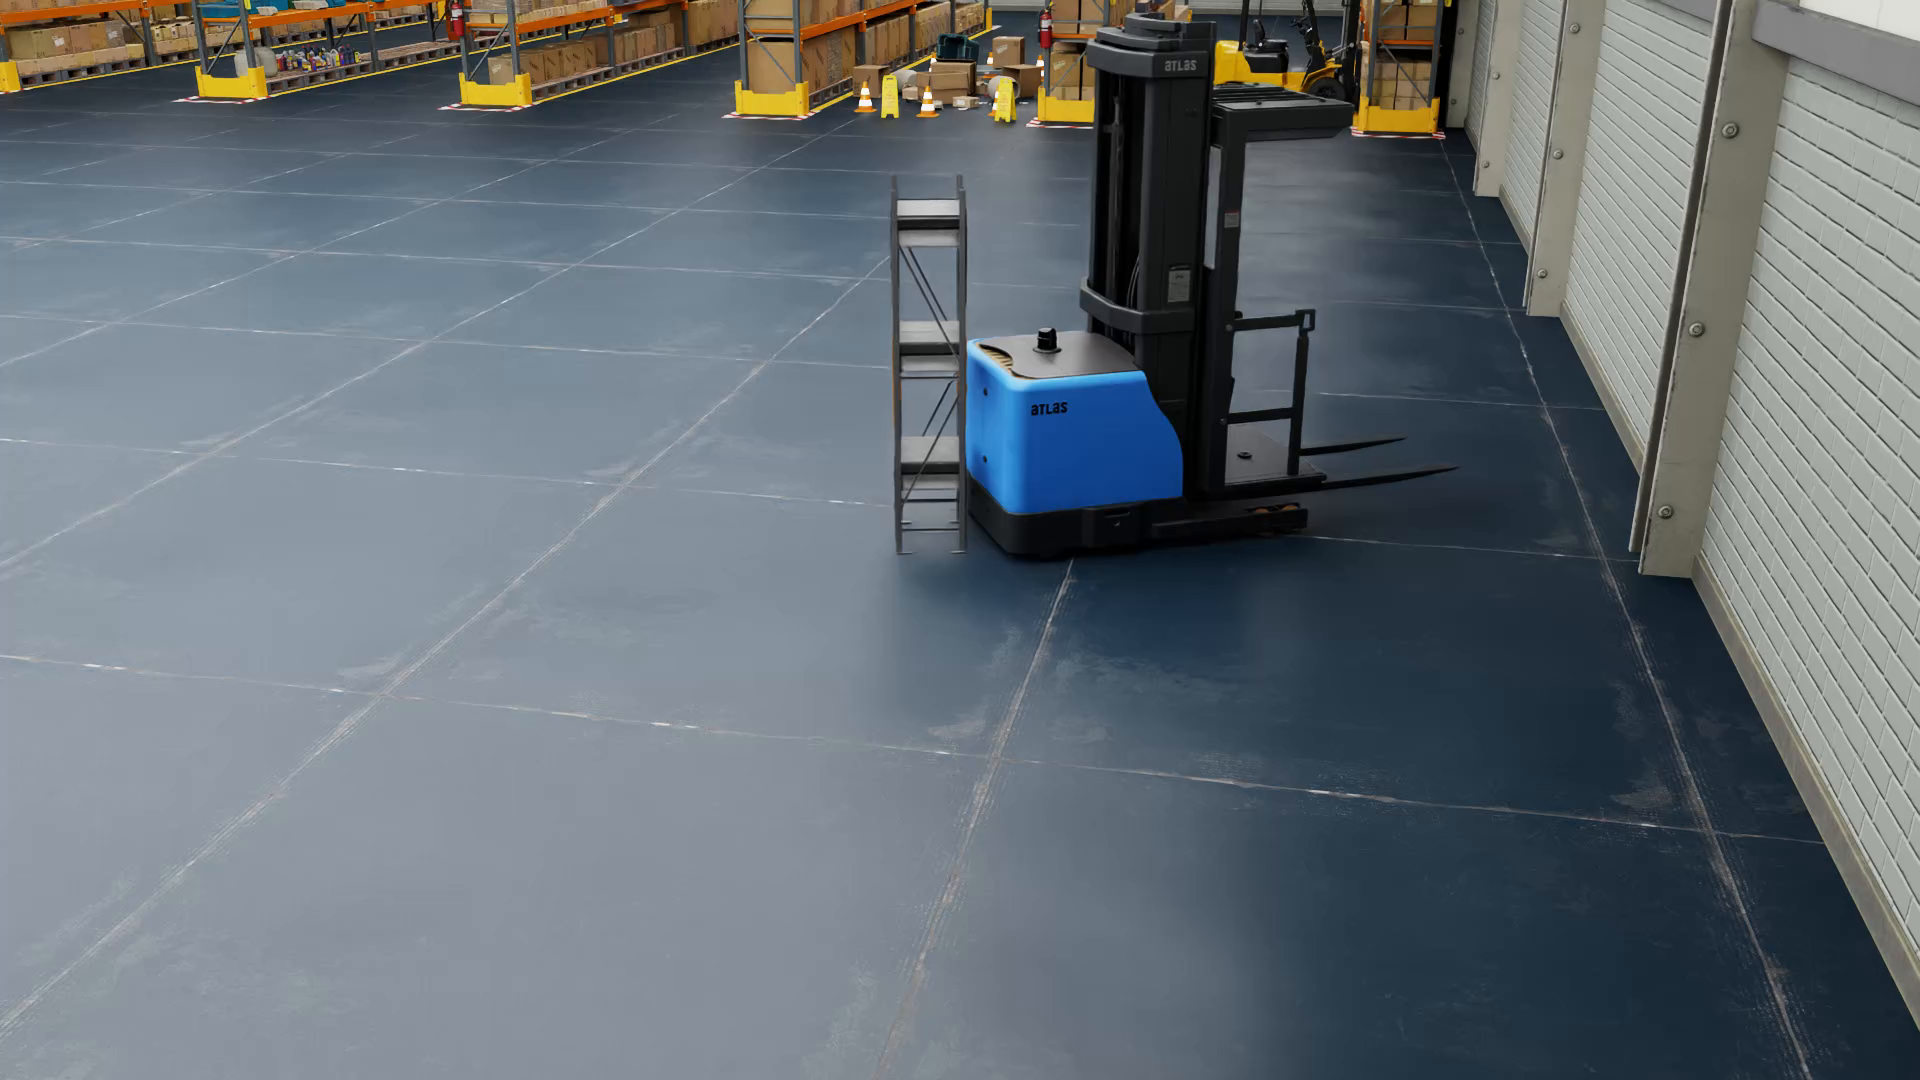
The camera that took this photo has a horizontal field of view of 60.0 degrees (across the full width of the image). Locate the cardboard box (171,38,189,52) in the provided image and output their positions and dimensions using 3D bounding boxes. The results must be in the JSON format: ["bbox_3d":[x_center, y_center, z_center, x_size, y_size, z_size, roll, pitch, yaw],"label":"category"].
[{"bbox_3d":[-16.339,-10.244,34.392,0.500,0.250,0.500,5,22,12],"label":"cardboard box"}]

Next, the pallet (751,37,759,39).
[{"bbox_3d":[-5.208,-12.157,39.756,1.003,0.211,1.213,4,22,11],"label":"pallet"}]

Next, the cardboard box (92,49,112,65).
[{"bbox_3d":[-16.849,-9.376,32.237,0.500,0.250,0.500,4,22,11],"label":"cardboard box"}]

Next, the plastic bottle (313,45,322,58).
[{"bbox_3d":[-12.351,-9.331,31.964,0.144,0.351,0.185,4,22,11],"label":"plastic bottle"}]

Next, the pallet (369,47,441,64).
[{"bbox_3d":[-11.552,-10.074,34.585,1.003,0.211,1.213,4,22,11],"label":"pallet"}]

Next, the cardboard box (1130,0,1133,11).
[{"bbox_3d":[2.684,-9.311,28.426,0.500,0.500,0.500,5,23,13],"label":"cardboard box"}]

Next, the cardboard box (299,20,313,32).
[{"bbox_3d":[-15.372,-12.036,38.481,0.500,0.500,0.500,4,22,10],"label":"cardboard box"}]

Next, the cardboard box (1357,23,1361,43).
[{"bbox_3d":[8.598,-10.544,34.802,0.500,0.500,0.500,4,22,9],"label":"cardboard box"}]

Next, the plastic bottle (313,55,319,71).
[{"bbox_3d":[-11.992,-8.870,30.926,0.097,0.271,0.097,0,22,0],"label":"plastic bottle"}]

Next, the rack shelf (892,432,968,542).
[{"bbox_3d":[-0.179,-0.323,9.754,0.431,0.518,0.480,-1,22,-2],"label":"rack shelf"}]

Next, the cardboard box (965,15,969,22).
[{"bbox_3d":[0.011,-12.358,39.378,0.380,0.149,0.250,4,22,11],"label":"cardboard box"}]

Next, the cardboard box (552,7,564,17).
[{"bbox_3d":[-7.196,-9.300,29.267,0.380,0.149,0.250,4,22,11],"label":"cardboard box"}]

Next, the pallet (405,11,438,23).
[{"bbox_3d":[-14.498,-13.785,43.798,1.003,0.211,1.213,4,22,11],"label":"pallet"}]

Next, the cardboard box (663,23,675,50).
[{"bbox_3d":[-6.373,-10.513,34.700,0.700,0.500,0.500,3,22,8],"label":"cardboard box"}]

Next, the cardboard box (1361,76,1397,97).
[{"bbox_3d":[6.466,-7.010,25.694,0.500,0.250,0.500,4,22,10],"label":"cardboard box"}]

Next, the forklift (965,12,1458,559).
[{"bbox_3d":[1.568,-1.558,9.798,3.031,2.935,1.130,-7,23,-16],"label":"forklift"}]

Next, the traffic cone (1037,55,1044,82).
[{"bbox_3d":[1.512,-8.880,31.284,0.336,0.463,0.334,4,22,11],"label":"traffic cone"}]

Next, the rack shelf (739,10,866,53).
[{"bbox_3d":[-2.645,-8.772,28.583,1.077,0.370,4.000,4,22,11],"label":"rack shelf"}]

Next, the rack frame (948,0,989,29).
[{"bbox_3d":[0.211,-14.226,41.161,1.000,3.000,0.127,4,22,11],"label":"rack frame"}]

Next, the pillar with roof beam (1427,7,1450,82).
[{"bbox_3d":[4.707,-13.148,30.455,9.100,9.000,0.400,4,22,11],"label":"pillar with roof beam"}]

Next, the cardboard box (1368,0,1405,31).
[{"bbox_3d":[6.736,-8.280,26.264,0.500,0.500,0.500,4,22,10],"label":"cardboard box"}]

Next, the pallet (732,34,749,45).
[{"bbox_3d":[-5.523,-11.597,38.366,1.003,0.211,1.213,4,22,11],"label":"pallet"}]

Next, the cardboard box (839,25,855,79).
[{"bbox_3d":[-2.434,-8.822,30.025,0.875,0.875,0.875,5,22,12],"label":"cardboard box"}]

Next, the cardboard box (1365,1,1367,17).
[{"bbox_3d":[7.336,-9.255,29.018,0.500,0.250,0.500,5,22,12],"label":"cardboard box"}]

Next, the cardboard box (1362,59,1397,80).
[{"bbox_3d":[6.462,-7.232,25.576,0.500,0.250,0.500,5,23,13],"label":"cardboard box"}]

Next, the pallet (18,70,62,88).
[{"bbox_3d":[-17.470,-8.536,30.764,1.003,0.211,1.213,4,22,11],"label":"pallet"}]

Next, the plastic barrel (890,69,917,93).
[{"bbox_3d":[-0.967,-8.111,29.425,0.421,0.421,0.512,-16,27,-35],"label":"plastic barrel"}]

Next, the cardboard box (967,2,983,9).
[{"bbox_3d":[0.352,-13.161,40.976,0.380,0.149,0.250,5,22,12],"label":"cardboard box"}]

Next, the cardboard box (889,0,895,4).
[{"bbox_3d":[-1.556,-10.609,32.045,0.500,0.500,0.500,5,22,12],"label":"cardboard box"}]

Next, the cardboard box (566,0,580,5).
[{"bbox_3d":[-7.364,-9.906,29.903,0.875,0.500,0.500,4,22,11],"label":"cardboard box"}]

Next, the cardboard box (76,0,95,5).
[{"bbox_3d":[-17.061,-10.516,31.816,0.700,0.500,0.500,5,22,12],"label":"cardboard box"}]

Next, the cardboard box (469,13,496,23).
[{"bbox_3d":[-8.032,-8.793,28.008,0.380,0.149,0.250,4,22,11],"label":"cardboard box"}]

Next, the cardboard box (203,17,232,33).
[{"bbox_3d":[-16.024,-11.066,35.683,0.500,0.311,0.500,4,22,11],"label":"cardboard box"}]

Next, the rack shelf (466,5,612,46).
[{"bbox_3d":[-7.480,-9.187,29.613,1.077,0.370,4.000,4,22,11],"label":"rack shelf"}]

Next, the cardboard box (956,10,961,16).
[{"bbox_3d":[-0.183,-12.311,38.865,0.380,0.149,0.250,4,22,10],"label":"cardboard box"}]

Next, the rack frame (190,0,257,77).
[{"bbox_3d":[-12.737,-9.167,28.600,1.000,3.000,0.127,4,22,11],"label":"rack frame"}]

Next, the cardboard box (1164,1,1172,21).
[{"bbox_3d":[4.037,-11.068,35.603,0.875,0.875,0.875,5,22,12],"label":"cardboard box"}]

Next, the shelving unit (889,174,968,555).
[{"bbox_3d":[-0.179,-0.985,9.487,0.431,2.100,0.503,-1,22,-2],"label":"shelving unit"}]

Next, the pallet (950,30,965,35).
[{"bbox_3d":[-0.502,-11.718,38.667,1.003,0.211,1.213,4,22,11],"label":"pallet"}]

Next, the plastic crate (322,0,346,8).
[{"bbox_3d":[-11.881,-10.136,31.204,0.499,0.251,0.616,4,22,11],"label":"plastic crate"}]

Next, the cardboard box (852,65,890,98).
[{"bbox_3d":[-1.549,-8.033,29.127,0.500,0.500,0.500,8,23,20],"label":"cardboard box"}]

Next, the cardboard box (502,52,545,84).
[{"bbox_3d":[-7.656,-8.273,29.164,0.500,0.500,0.500,11,24,25],"label":"cardboard box"}]

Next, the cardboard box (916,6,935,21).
[{"bbox_3d":[-0.826,-11.283,35.633,0.500,0.250,0.500,5,22,11],"label":"cardboard box"}]

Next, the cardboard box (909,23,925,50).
[{"bbox_3d":[-1.027,-10.575,34.879,0.500,0.500,0.500,4,22,9],"label":"cardboard box"}]

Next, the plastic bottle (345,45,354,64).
[{"bbox_3d":[-11.770,-9.348,32.006,0.144,0.351,0.185,4,22,9],"label":"plastic bottle"}]

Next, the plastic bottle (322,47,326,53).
[{"bbox_3d":[-12.415,-9.485,32.454,0.097,0.271,0.097,0,22,0],"label":"plastic bottle"}]

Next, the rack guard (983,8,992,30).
[{"bbox_3d":[0.196,-13.039,41.559,1.175,0.500,0.348,4,22,11],"label":"rack guard"}]

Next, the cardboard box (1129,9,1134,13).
[{"bbox_3d":[2.818,-9.148,28.889,0.380,0.149,0.250,5,22,12],"label":"cardboard box"}]

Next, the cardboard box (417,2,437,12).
[{"bbox_3d":[-14.190,-14.225,43.915,0.500,0.500,0.500,4,22,11],"label":"cardboard box"}]

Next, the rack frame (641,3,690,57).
[{"bbox_3d":[-6.256,-11.715,34.927,1.000,3.000,0.127,4,22,11],"label":"rack frame"}]

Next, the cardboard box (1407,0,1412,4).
[{"bbox_3d":[6.984,-8.204,25.206,0.380,0.149,0.250,4,22,11],"label":"cardboard box"}]

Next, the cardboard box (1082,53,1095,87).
[{"bbox_3d":[2.253,-7.584,26.784,0.500,0.500,0.500,4,22,9],"label":"cardboard box"}]

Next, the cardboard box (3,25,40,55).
[{"bbox_3d":[-17.578,-9.399,31.290,0.500,0.500,0.500,4,22,11],"label":"cardboard box"}]
